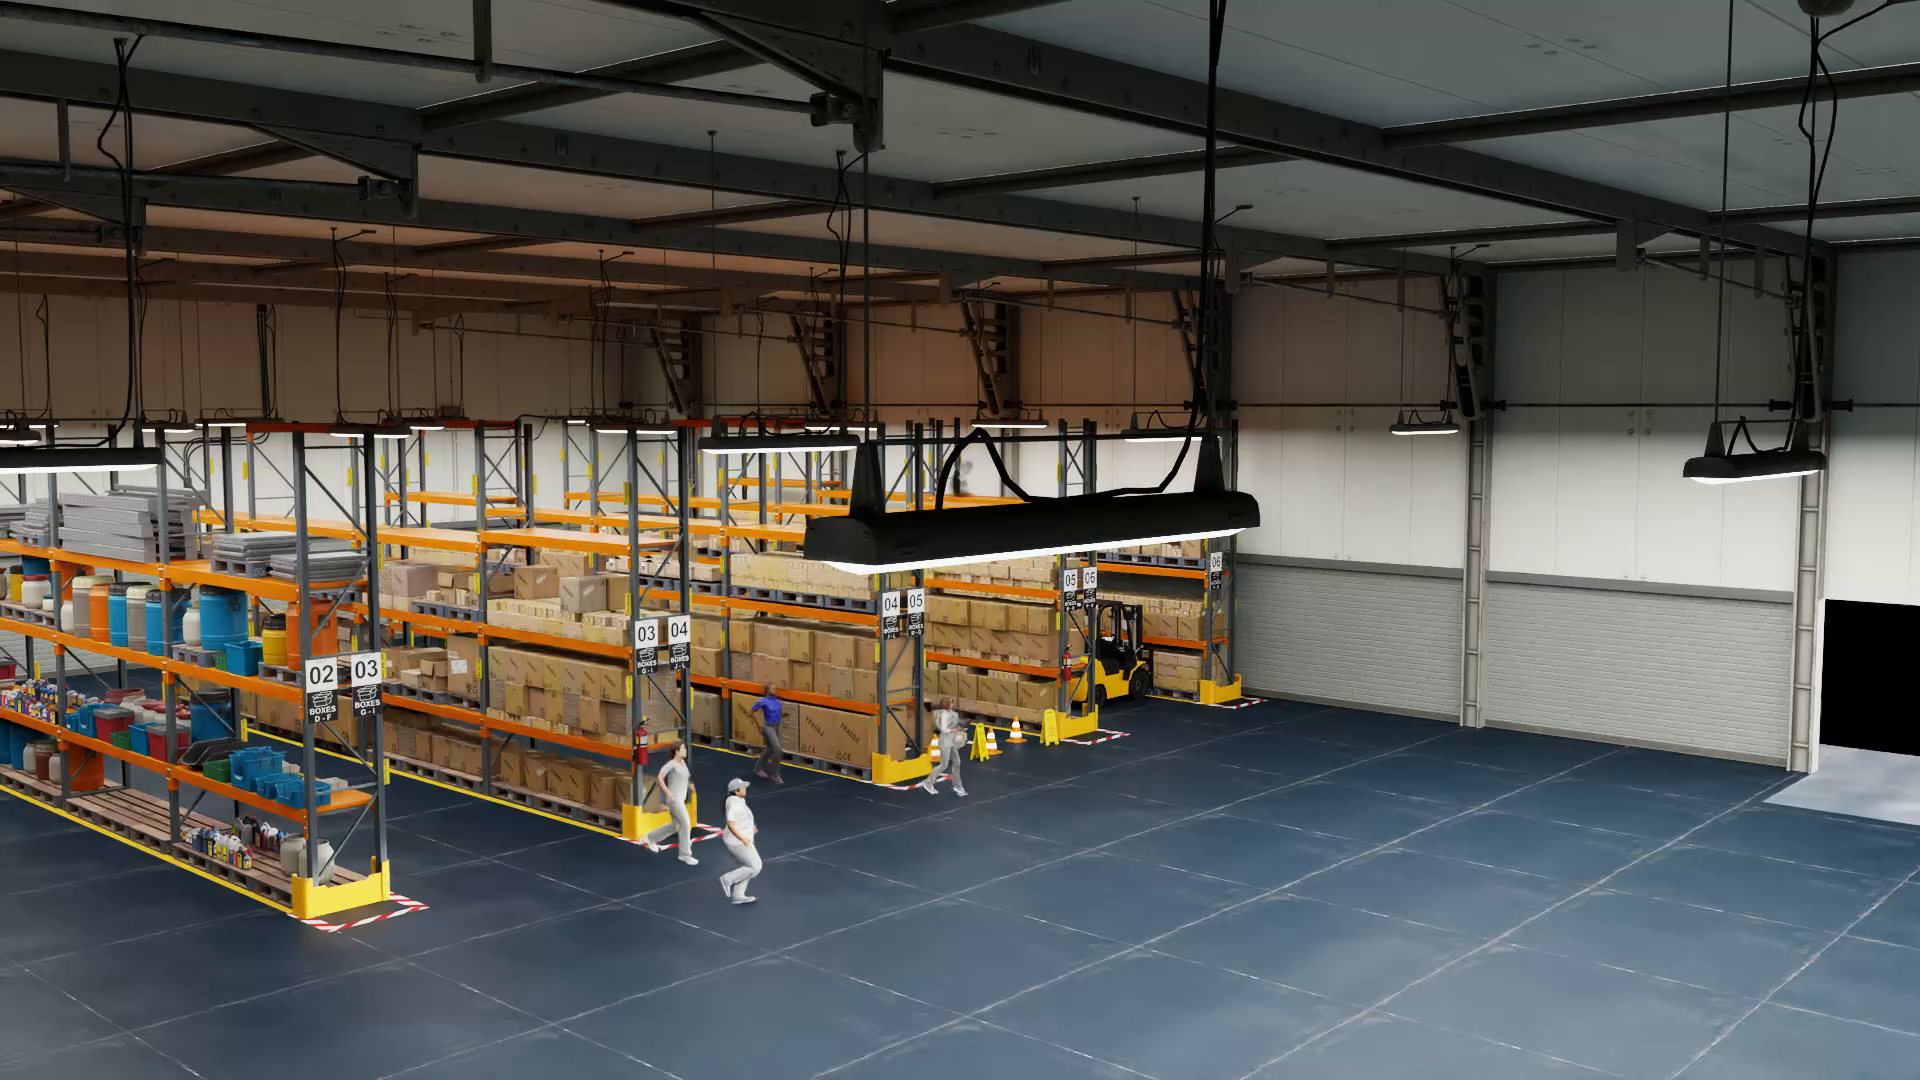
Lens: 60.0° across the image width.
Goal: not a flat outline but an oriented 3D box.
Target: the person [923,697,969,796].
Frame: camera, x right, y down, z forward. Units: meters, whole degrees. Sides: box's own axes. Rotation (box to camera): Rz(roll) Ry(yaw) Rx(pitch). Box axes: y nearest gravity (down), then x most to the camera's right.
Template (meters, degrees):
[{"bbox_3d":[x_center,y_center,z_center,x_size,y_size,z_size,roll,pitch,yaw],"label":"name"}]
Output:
[{"bbox_3d":[-0.232,3.334,26.800,0.723,1.639,0.538,1,5,7],"label":"person"}]

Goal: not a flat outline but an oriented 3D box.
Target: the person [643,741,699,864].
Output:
[{"bbox_3d":[-3.993,3.627,23.182,0.864,1.664,0.604,1,5,12],"label":"person"}]

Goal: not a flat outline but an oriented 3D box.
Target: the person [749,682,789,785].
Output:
[{"bbox_3d":[-3.172,3.240,27.839,0.752,1.707,0.545,2,5,26],"label":"person"}]

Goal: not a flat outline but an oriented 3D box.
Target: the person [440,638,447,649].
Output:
[{"bbox_3d":[-12.622,2.070,41.190,0.979,1.814,0.673,-4,6,-40],"label":"person"}]

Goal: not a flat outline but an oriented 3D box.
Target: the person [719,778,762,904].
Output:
[{"bbox_3d":[-2.800,3.812,21.036,0.542,1.612,0.604,-1,5,-18],"label":"person"}]
